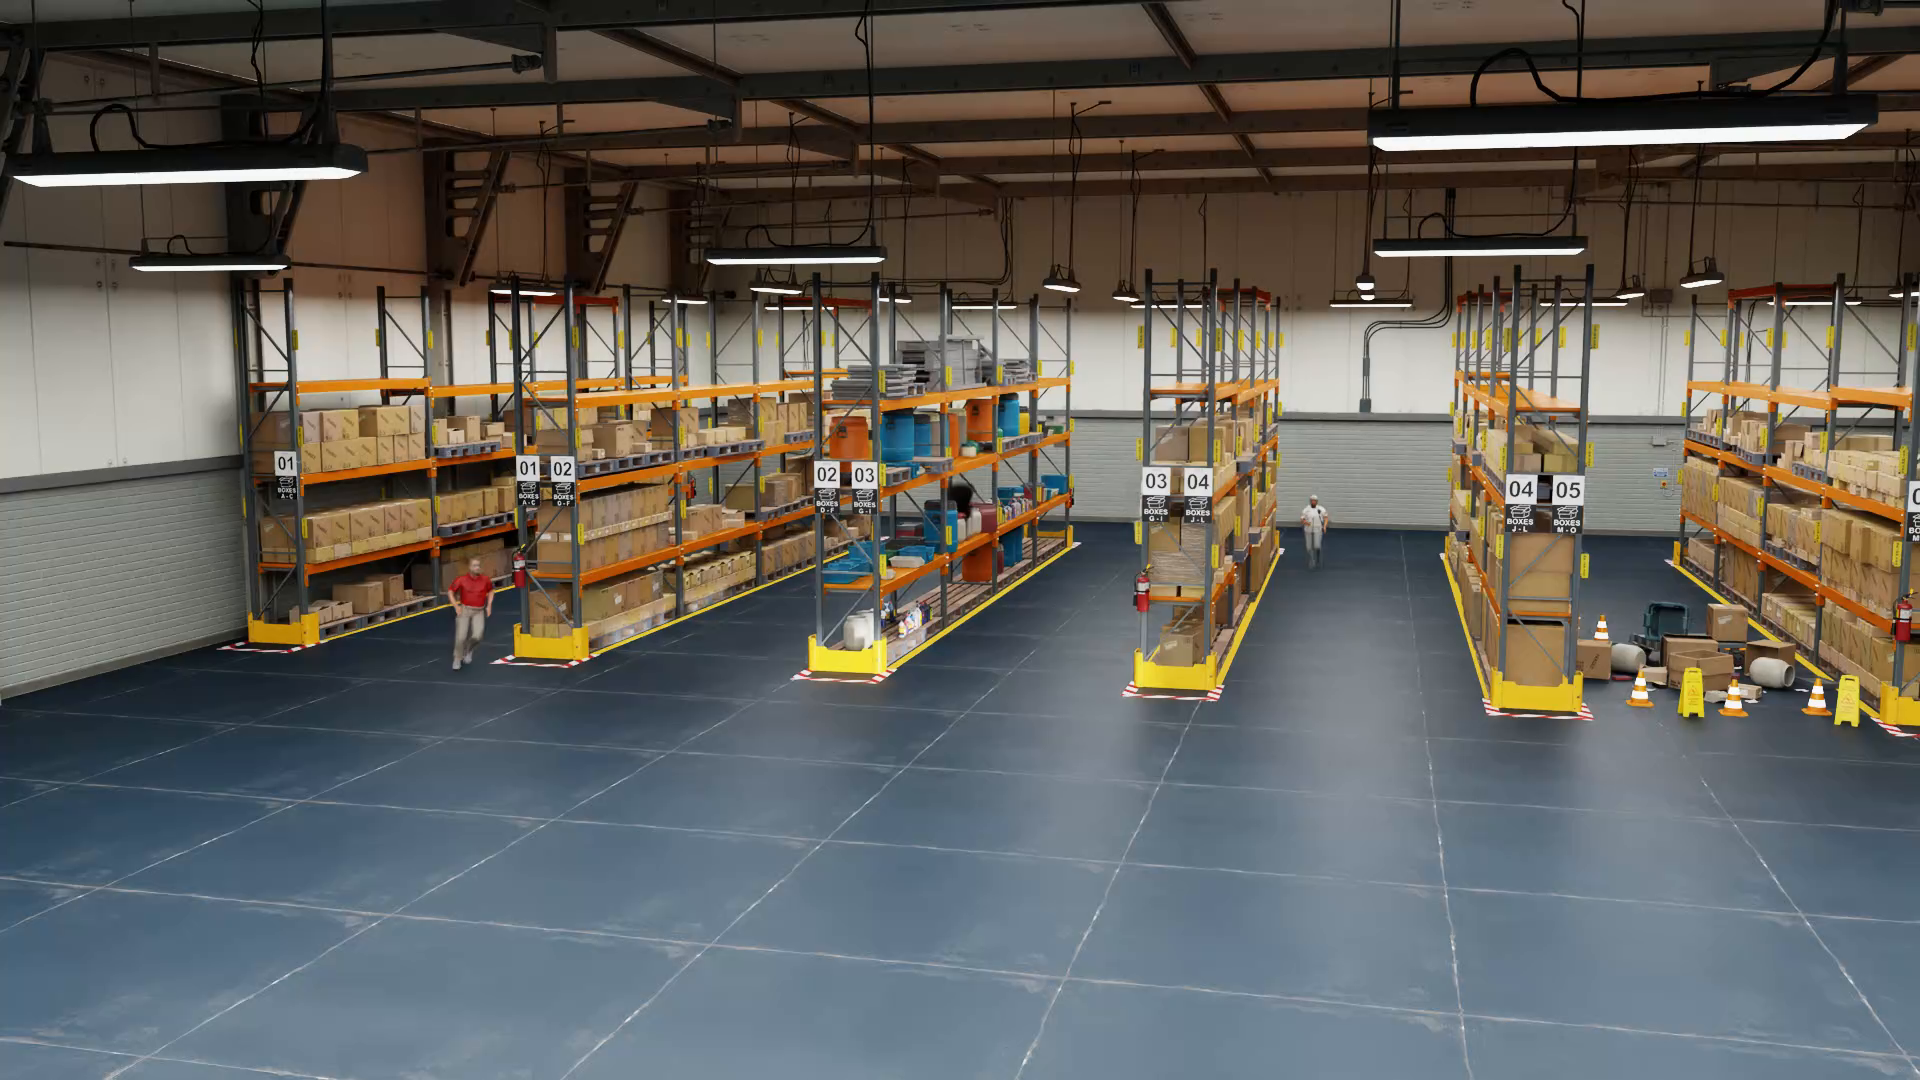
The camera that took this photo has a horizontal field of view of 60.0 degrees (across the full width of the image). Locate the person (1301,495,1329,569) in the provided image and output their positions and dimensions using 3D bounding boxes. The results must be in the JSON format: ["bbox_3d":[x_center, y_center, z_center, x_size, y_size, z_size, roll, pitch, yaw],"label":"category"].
[{"bbox_3d":[7.726,-0.168,36.317,0.588,1.630,0.615,3,7,21],"label":"person"}]

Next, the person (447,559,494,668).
[{"bbox_3d":[-7.478,1.125,25.529,0.718,1.664,0.522,-3,8,-26],"label":"person"}]
